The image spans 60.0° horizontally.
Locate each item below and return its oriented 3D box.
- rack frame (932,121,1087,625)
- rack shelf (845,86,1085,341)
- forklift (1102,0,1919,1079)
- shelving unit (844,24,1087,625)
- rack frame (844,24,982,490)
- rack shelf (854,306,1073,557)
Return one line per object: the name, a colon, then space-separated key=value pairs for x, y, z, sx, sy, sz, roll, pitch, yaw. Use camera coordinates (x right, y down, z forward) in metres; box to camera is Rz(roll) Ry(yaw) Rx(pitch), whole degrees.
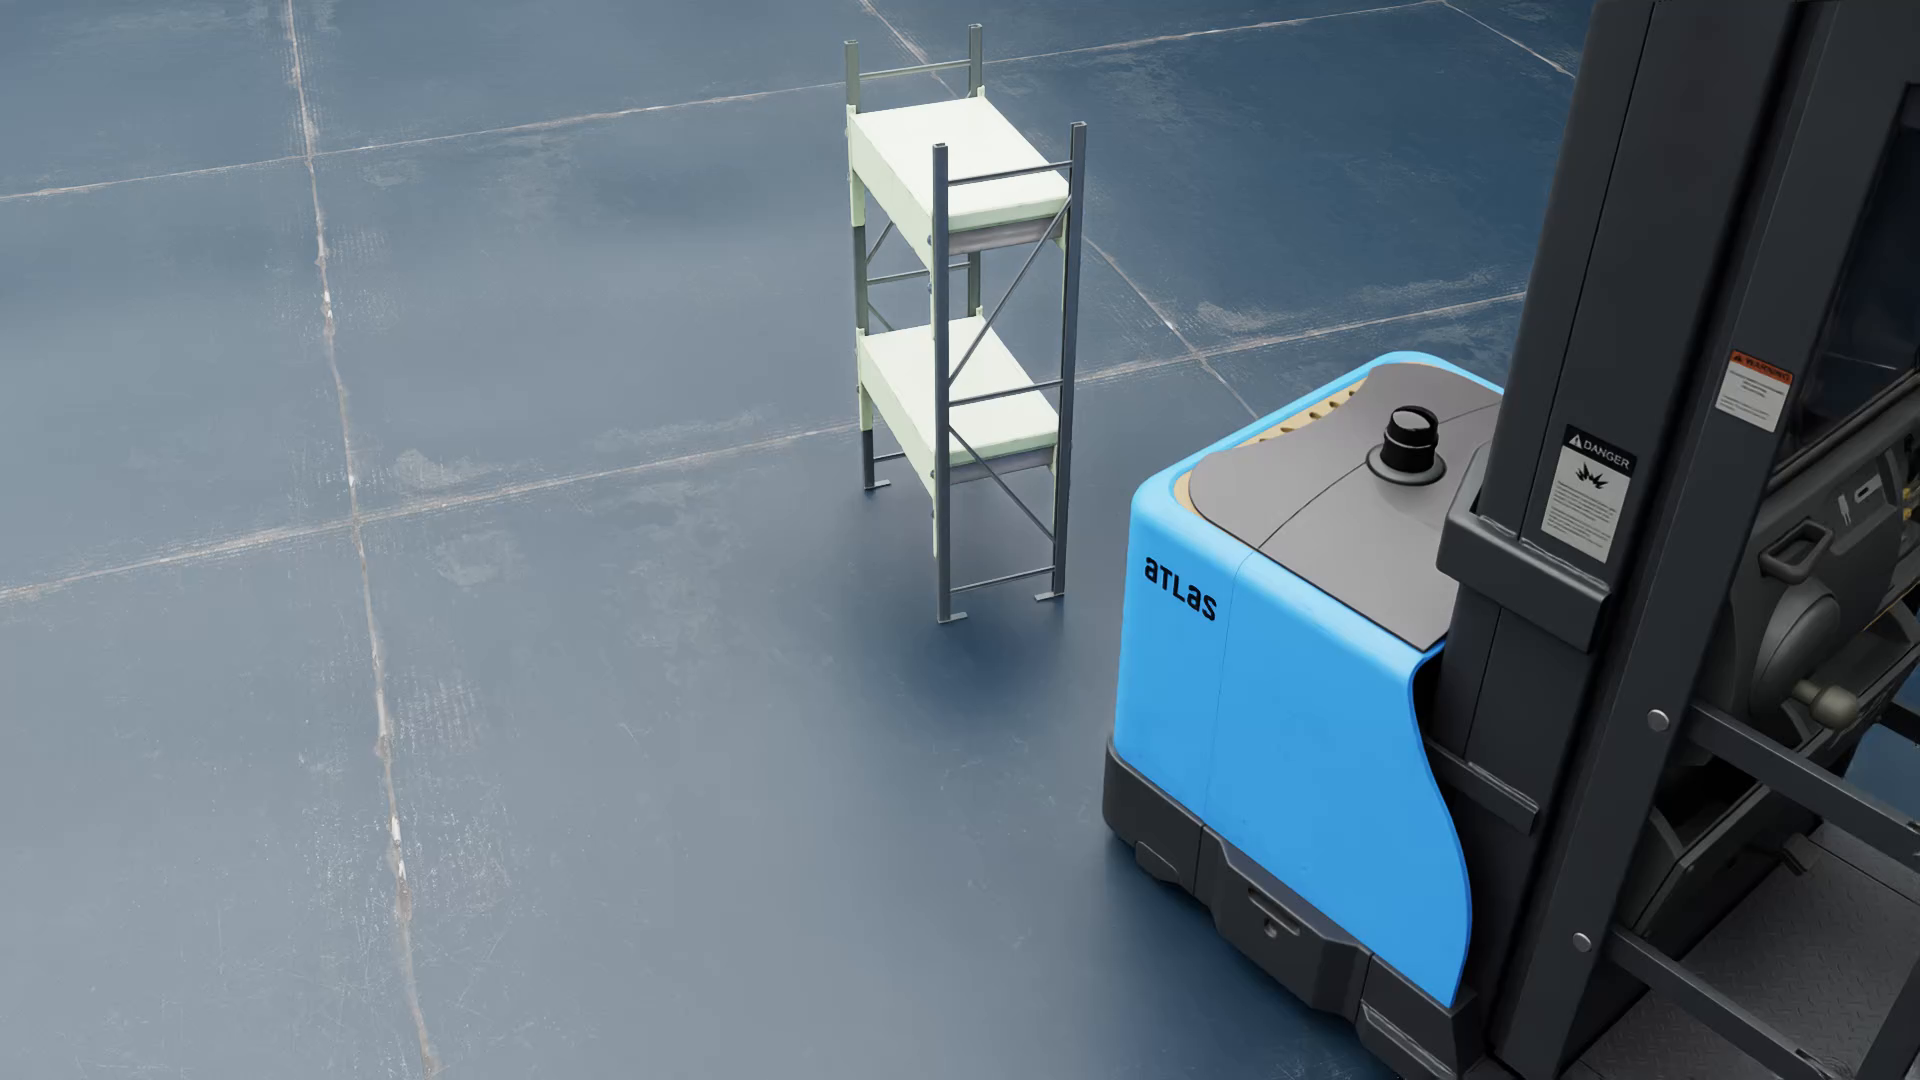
rack frame: x=0.124 y=-0.396 z=4.529 sx=0.400 sy=1.500 sz=0.023 roll=-12 pitch=39 yaw=-16
rack shelf: x=-0.002 y=-0.915 z=4.569 sx=0.431 sy=0.370 sz=0.720 roll=-12 pitch=39 yaw=-16
forklift: x=1.695 y=0.059 z=2.736 sx=1.130 sy=2.935 sz=3.031 roll=-27 pitch=45 yaw=-31
shelving unit: x=-0.002 y=-0.603 z=4.804 sx=0.431 sy=1.500 sz=0.755 roll=-12 pitch=39 yaw=-16
rack frame: x=-0.128 y=-0.810 z=5.078 sx=0.400 sy=1.500 sz=0.023 roll=-12 pitch=39 yaw=-16
rack shelf: x=-0.002 y=-0.342 z=5.000 sx=0.431 sy=0.370 sz=0.720 roll=-12 pitch=39 yaw=-16
